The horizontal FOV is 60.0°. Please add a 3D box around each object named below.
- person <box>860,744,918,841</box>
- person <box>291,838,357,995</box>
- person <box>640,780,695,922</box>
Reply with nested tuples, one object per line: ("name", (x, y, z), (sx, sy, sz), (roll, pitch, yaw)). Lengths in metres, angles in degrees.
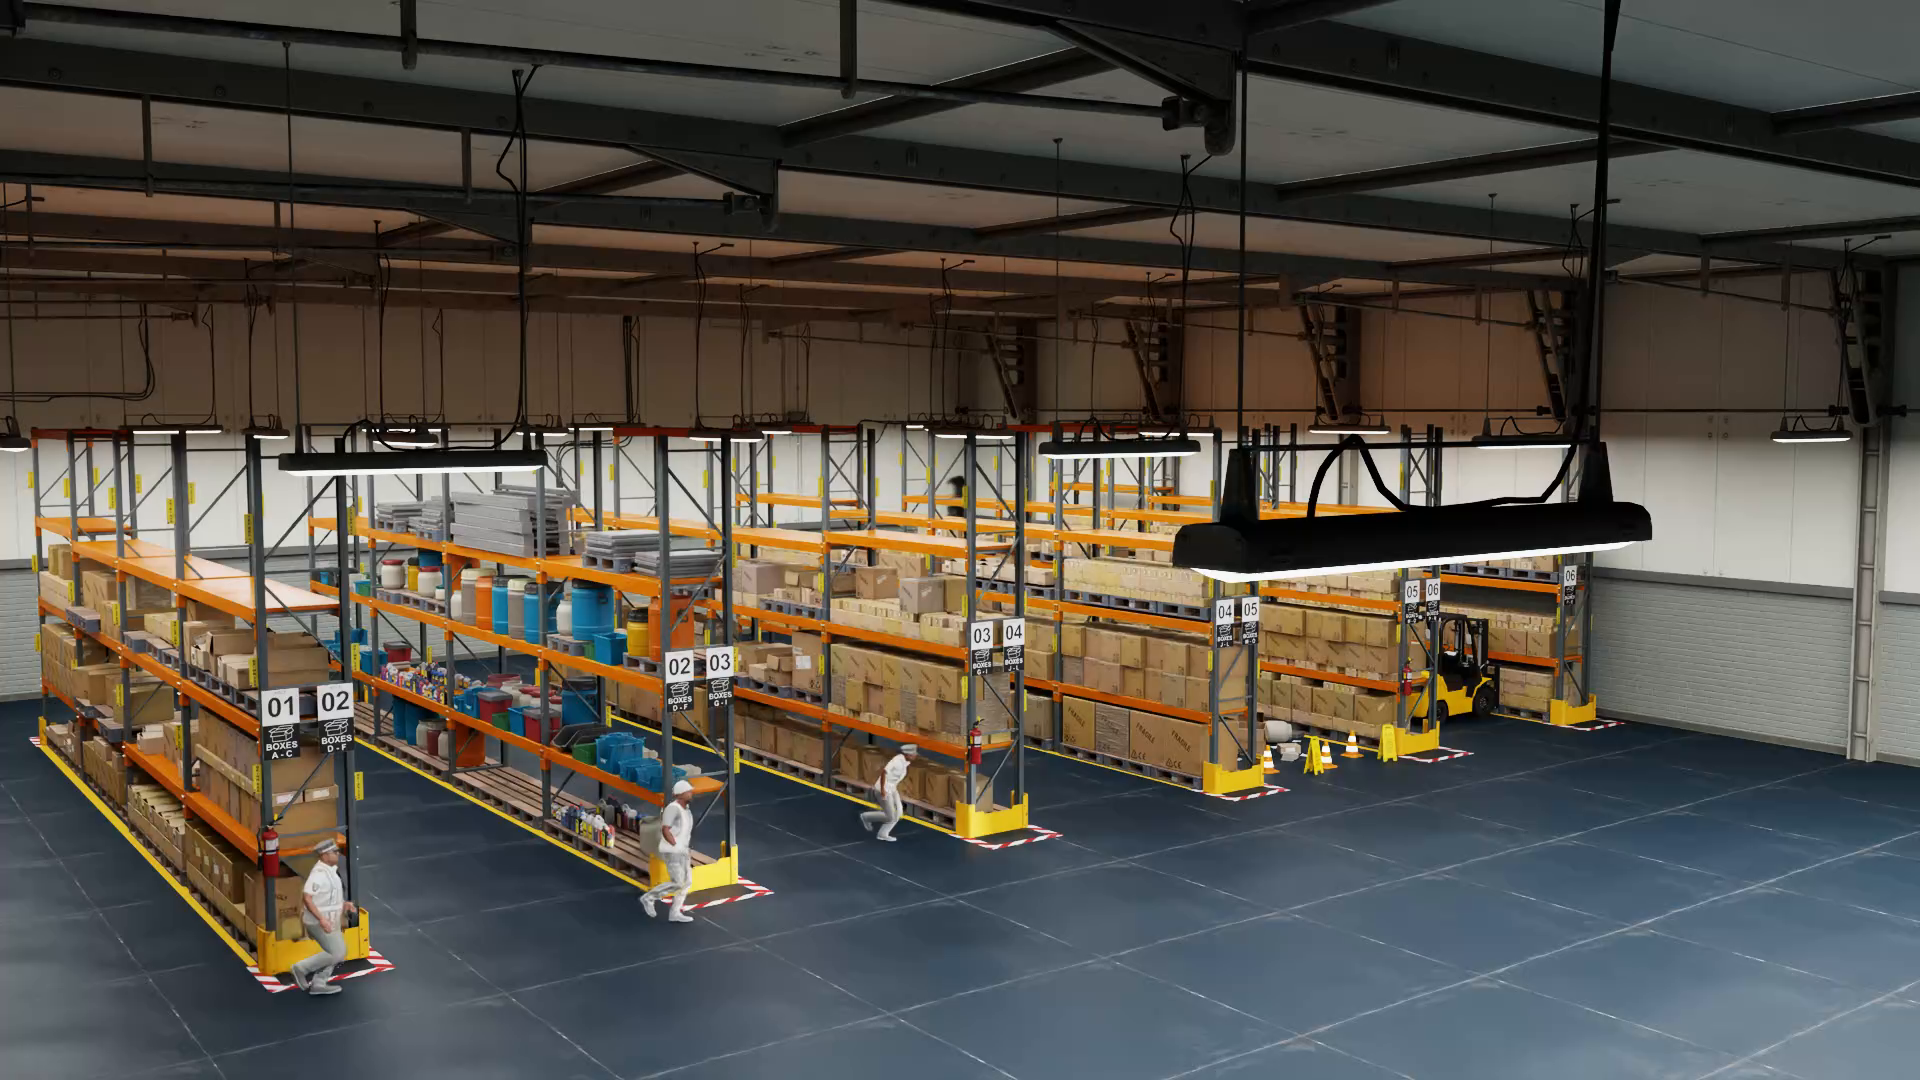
("person", (-1.049, 3.703, 24.340), (0.897, 1.466, 0.585), (1, 5, 18))
("person", (-6.865, 4.061, 17.925), (0.634, 1.714, 0.660), (-1, 5, -8))
("person", (-3.606, 3.848, 20.661), (0.657, 1.732, 0.694), (1, 5, 9))
